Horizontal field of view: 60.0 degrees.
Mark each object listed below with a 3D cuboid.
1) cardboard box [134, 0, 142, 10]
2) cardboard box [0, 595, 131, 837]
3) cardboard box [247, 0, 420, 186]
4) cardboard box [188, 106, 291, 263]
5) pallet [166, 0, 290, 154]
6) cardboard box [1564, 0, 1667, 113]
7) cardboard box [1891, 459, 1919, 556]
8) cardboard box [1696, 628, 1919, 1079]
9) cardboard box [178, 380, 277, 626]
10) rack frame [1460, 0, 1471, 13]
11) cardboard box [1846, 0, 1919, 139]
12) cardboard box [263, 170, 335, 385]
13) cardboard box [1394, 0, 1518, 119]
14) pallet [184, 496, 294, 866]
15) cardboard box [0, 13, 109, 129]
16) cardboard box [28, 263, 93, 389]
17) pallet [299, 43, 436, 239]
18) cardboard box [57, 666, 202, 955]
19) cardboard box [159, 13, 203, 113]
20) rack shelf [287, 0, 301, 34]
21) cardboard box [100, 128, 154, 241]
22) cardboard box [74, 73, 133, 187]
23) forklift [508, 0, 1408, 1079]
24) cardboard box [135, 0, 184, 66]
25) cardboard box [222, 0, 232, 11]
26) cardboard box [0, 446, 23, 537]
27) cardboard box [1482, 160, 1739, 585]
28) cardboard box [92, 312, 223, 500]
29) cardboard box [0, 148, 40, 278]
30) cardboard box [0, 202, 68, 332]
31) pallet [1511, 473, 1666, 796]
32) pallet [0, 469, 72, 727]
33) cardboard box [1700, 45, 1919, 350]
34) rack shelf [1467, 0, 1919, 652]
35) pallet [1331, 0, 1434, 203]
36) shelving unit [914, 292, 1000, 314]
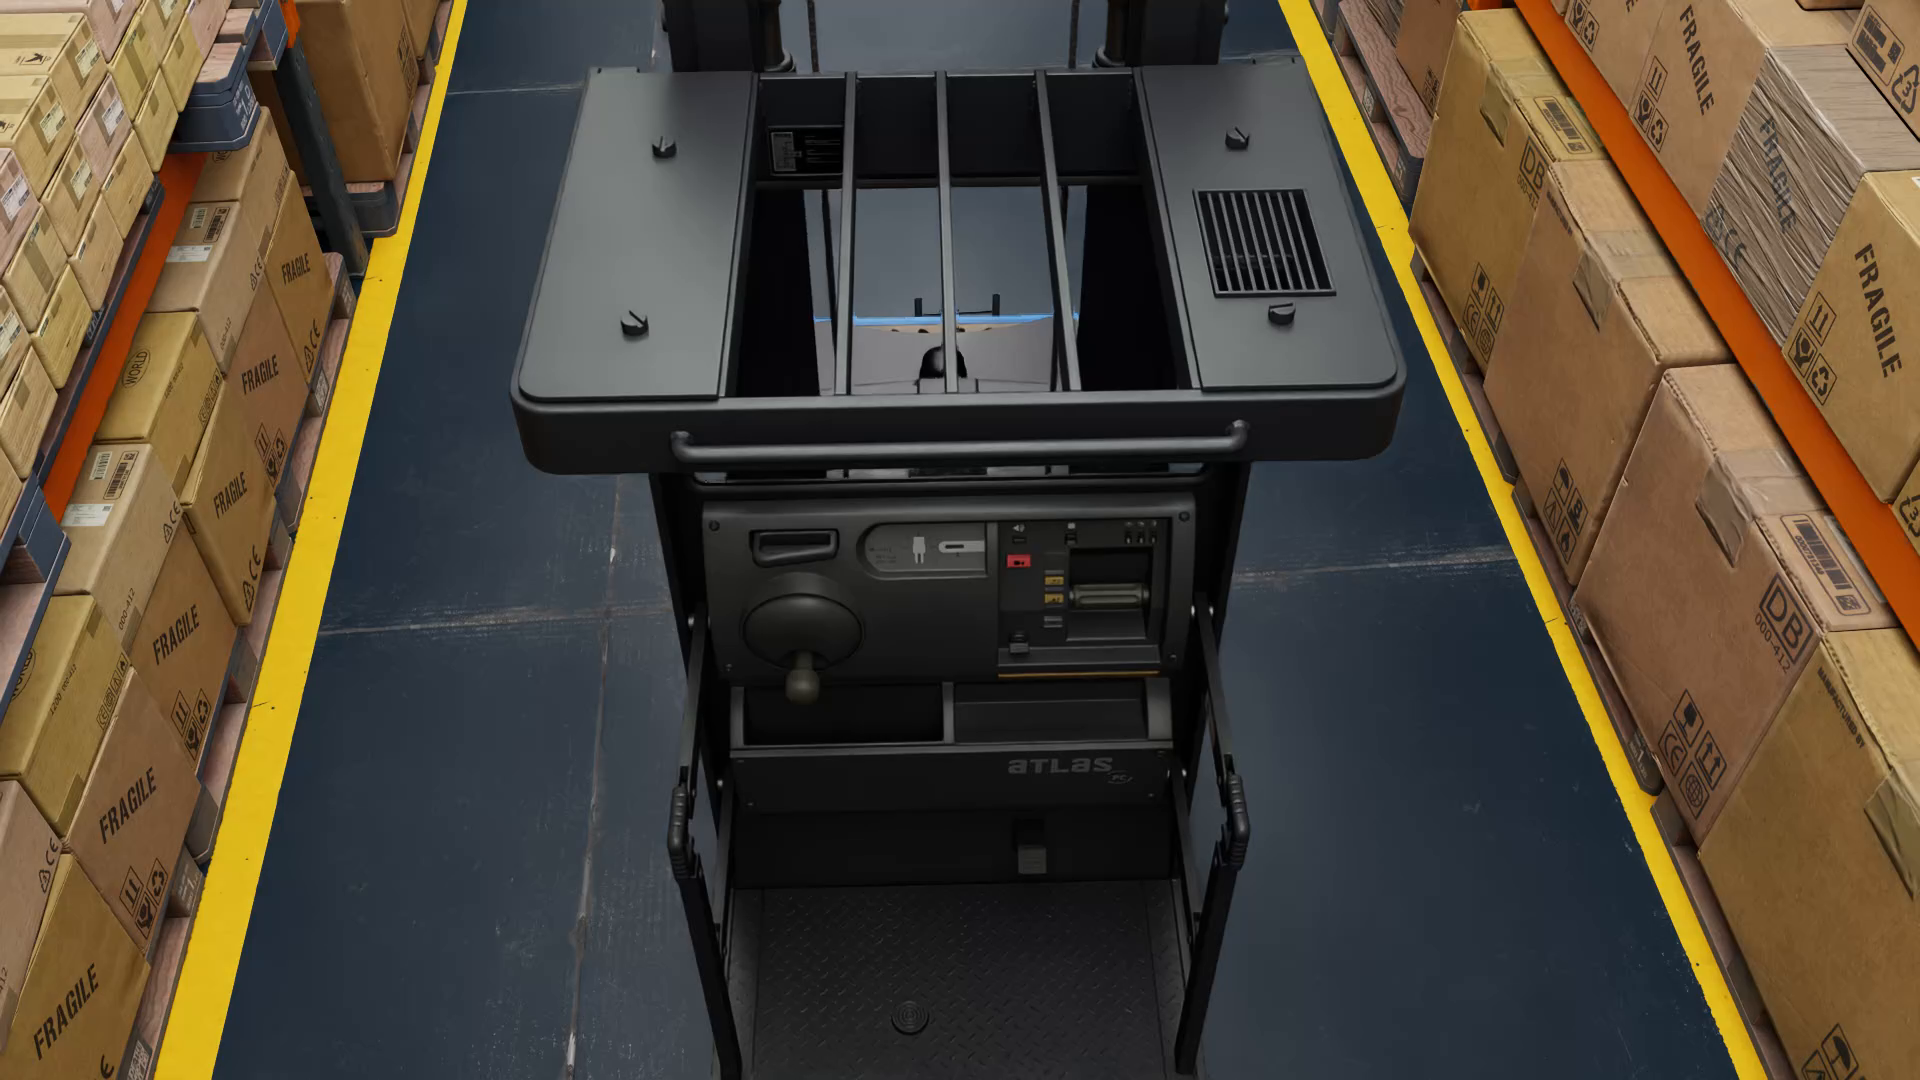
[{"bbox_3d":[-2.148,-1.388,3.973,0.380,0.149,0.250,-2,47,-2],"label":"cardboard box"},{"bbox_3d":[-2.223,0.399,3.722,0.500,0.250,0.500,-2,47,-2],"label":"cardboard box"},{"bbox_3d":[-2.673,-1.834,6.181,1.050,0.750,0.750,-4,47,-4],"label":"cardboard box"},{"bbox_3d":[-2.394,-1.081,5.123,0.500,0.250,0.500,-4,47,-4],"label":"cardboard box"},{"bbox_3d":[-2.546,-1.442,4.682,1.213,0.211,1.003,-3,47,-3],"label":"pallet"},{"bbox_3d":[2.054,-1.538,4.572,0.500,0.500,0.500,-5,47,-4],"label":"cardboard box"},{"bbox_3d":[2.228,-0.066,3.177,0.500,0.500,0.500,-2,47,-2],"label":"cardboard box"},{"bbox_3d":[2.500,0.773,3.626,1.225,0.875,0.875,-3,47,-3],"label":"cardboard box"},{"bbox_3d":[-2.296,-0.084,4.696,0.500,0.500,0.500,-5,47,-5],"label":"cardboard box"},{"bbox_3d":[2.239,-2.245,5.310,1.000,3.000,0.127,-3,47,-3],"label":"rack frame"},{"bbox_3d":[2.398,-1.138,3.502,0.797,0.503,0.637,-2,47,-2],"label":"cardboard box"},{"bbox_3d":[-2.397,-0.841,5.413,0.500,0.500,0.500,-4,47,-3],"label":"cardboard box"},{"bbox_3d":[2.163,-2.020,6.516,0.700,0.500,0.500,-6,47,-5],"label":"cardboard box"},{"bbox_3d":[-2.549,0.388,4.737,1.003,0.211,1.213,-3,47,-3],"label":"pallet"},{"bbox_3d":[-2.108,-1.017,3.621,0.380,0.149,0.250,-1,47,-1],"label":"cardboard box"},{"bbox_3d":[-2.067,-0.438,3.483,0.380,0.149,0.250,-4,47,-4],"label":"cardboard box"},{"bbox_3d":[-2.703,-1.633,6.651,1.003,0.211,1.213,-3,47,-3],"label":"pallet"},{"bbox_3d":[-2.221,0.659,3.992,0.500,0.500,0.500,-2,47,-1],"label":"cardboard box"},{"bbox_3d":[-2.155,-1.199,4.204,0.380,0.149,0.250,-4,47,-4],"label":"cardboard box"},{"bbox_3d":[-2.880,-3.216,6.726,1.077,0.370,4.000,-3,47,-3],"label":"rack shelf"},{"bbox_3d":[-2.111,-0.818,3.842,0.380,0.149,0.250,-2,47,-2],"label":"cardboard box"},{"bbox_3d":[-2.107,-0.914,3.729,0.380,0.149,0.250,-2,47,-2],"label":"cardboard box"},{"bbox_3d":[-0.010,0.208,3.034,1.130,2.935,3.031,-1,47,-1],"label":"forklift"},{"bbox_3d":[-2.148,-1.283,4.078,0.380,0.149,0.250,-3,47,-3],"label":"cardboard box"},{"bbox_3d":[-2.194,-1.566,4.551,0.380,0.149,0.250,-4,47,-3],"label":"cardboard box"},{"bbox_3d":[-2.018,-0.057,3.122,0.380,0.149,0.250,-3,47,-3],"label":"cardboard box"},{"bbox_3d":[2.343,-0.513,4.844,1.225,0.875,0.875,-3,47,-3],"label":"cardboard box"},{"bbox_3d":[-2.314,-0.347,4.429,0.500,0.250,0.500,-2,47,-2],"label":"cardboard box"},{"bbox_3d":[-2.061,-0.634,3.258,0.380,0.149,0.250,-2,47,-2],"label":"cardboard box"},{"bbox_3d":[-2.067,-0.545,3.379,0.380,0.149,0.250,-4,47,-4],"label":"cardboard box"},{"bbox_3d":[2.329,0.169,4.944,1.003,0.211,1.213,-3,47,-3],"label":"pallet"},{"bbox_3d":[-2.296,0.381,2.955,1.003,0.211,1.213,-3,47,-3],"label":"pallet"},{"bbox_3d":[2.140,-0.806,3.879,0.500,0.500,0.500,-3,47,-3],"label":"cardboard box"},{"bbox_3d":[2.406,-0.551,4.201,1.077,0.370,4.000,-3,47,-3],"label":"rack shelf"},{"bbox_3d":[2.175,-1.852,6.858,1.003,0.211,1.213,-3,47,-3],"label":"pallet"},{"bbox_3d":[0.001,-0.304,4.918,0.258,0.900,0.210,-3,47,-3],"label":"shelving unit"}]
